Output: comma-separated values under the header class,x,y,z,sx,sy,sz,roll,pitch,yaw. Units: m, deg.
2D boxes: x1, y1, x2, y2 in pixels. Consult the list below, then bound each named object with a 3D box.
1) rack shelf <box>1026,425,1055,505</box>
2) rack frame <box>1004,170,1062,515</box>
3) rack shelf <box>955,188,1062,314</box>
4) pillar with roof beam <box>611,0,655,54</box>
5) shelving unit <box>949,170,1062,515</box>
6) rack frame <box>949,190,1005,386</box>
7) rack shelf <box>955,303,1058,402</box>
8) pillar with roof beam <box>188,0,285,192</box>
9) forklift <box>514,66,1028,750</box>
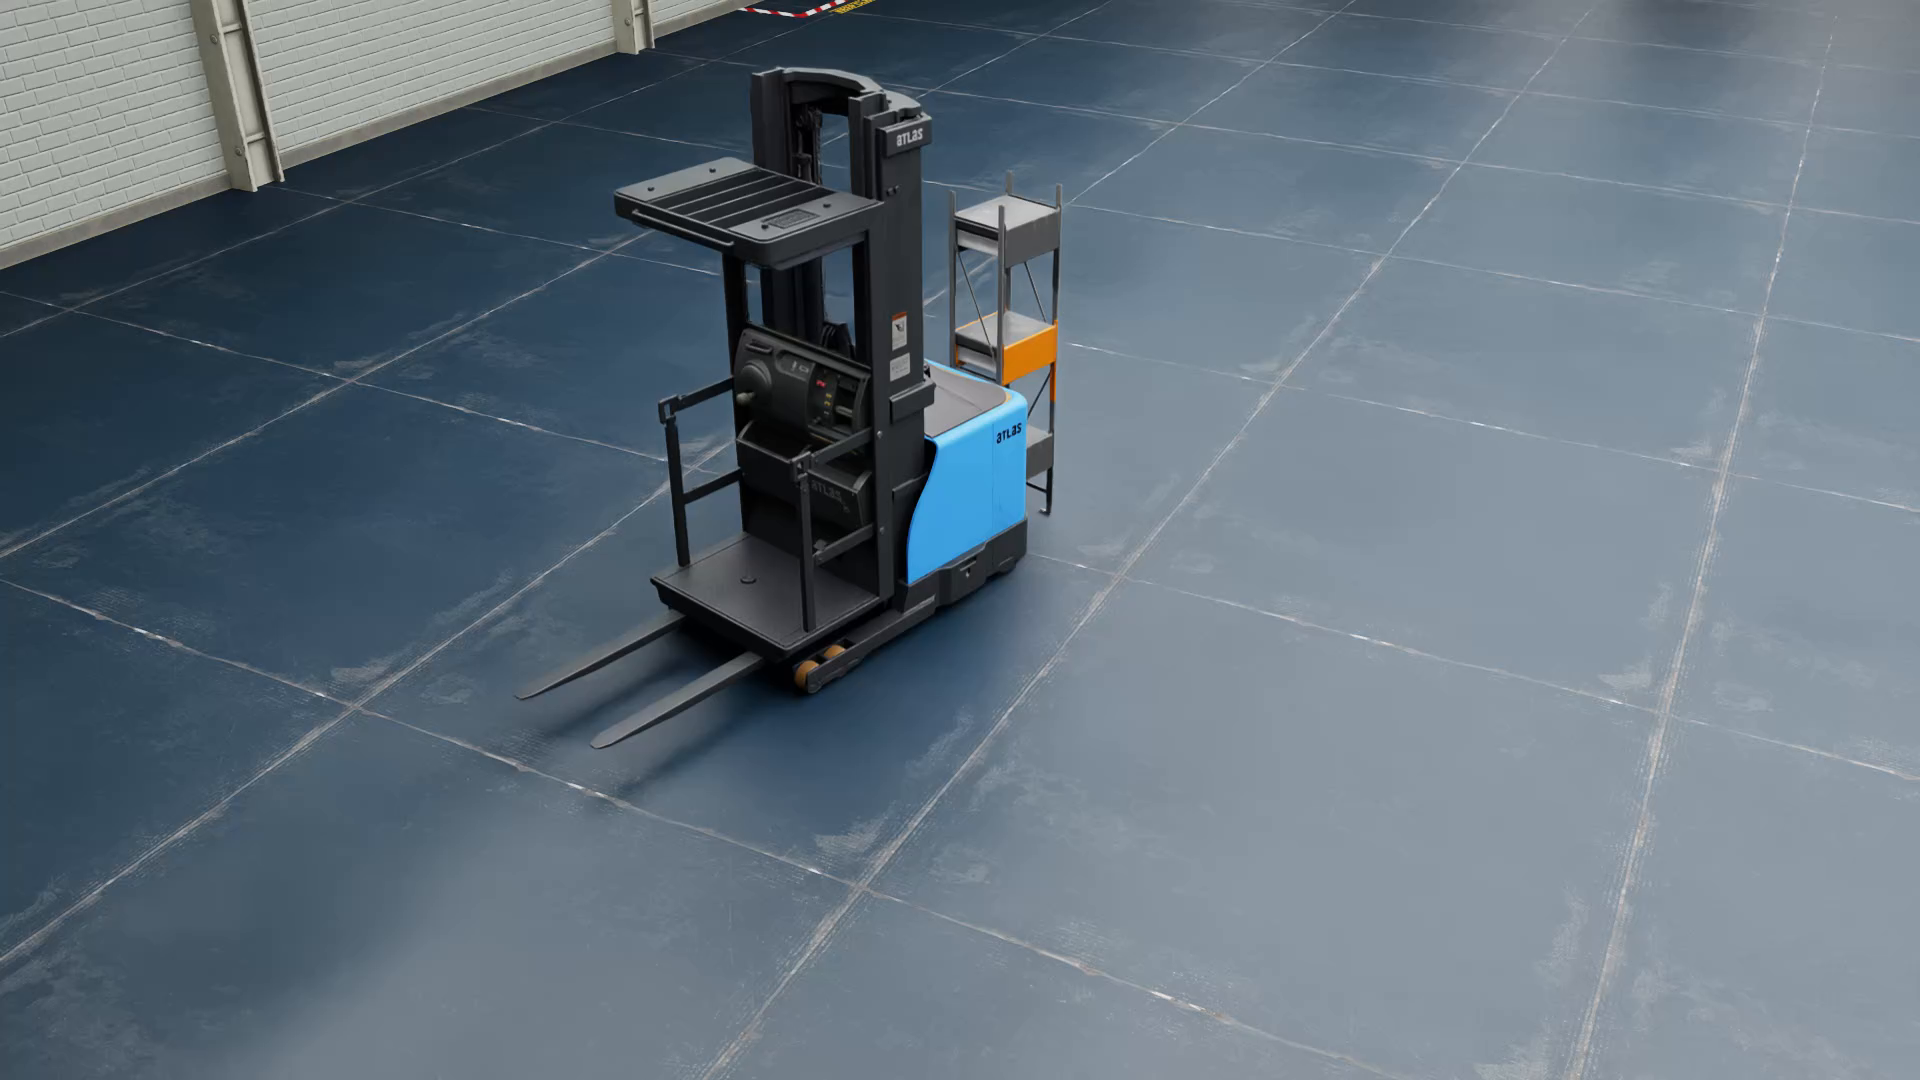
class,x,y,z,sx,sy,sz,roll,pitch,yaw
rack shelf,0.255,-0.426,10.107,0.431,0.518,0.480,24,38,36
rack frame,0.419,-1.135,9.908,0.400,2.100,0.015,24,38,36
rack shelf,0.255,-1.640,9.410,0.431,0.518,0.480,24,38,36
pillar with roof beam,-0.197,-9.015,16.703,9.100,9.000,0.400,14,33,23
shelving unit,0.255,-1.045,9.751,0.431,2.100,0.503,24,38,36
rack frame,0.091,-0.955,9.595,0.400,2.100,0.015,24,38,36
rack shelf,0.255,-1.033,9.758,0.431,0.518,0.480,24,38,36
pillar with roof beam,-2.930,-6.355,12.071,9.100,9.000,0.400,14,33,23
forklift,-0.962,-0.761,8.422,1.130,2.935,3.031,24,38,35
